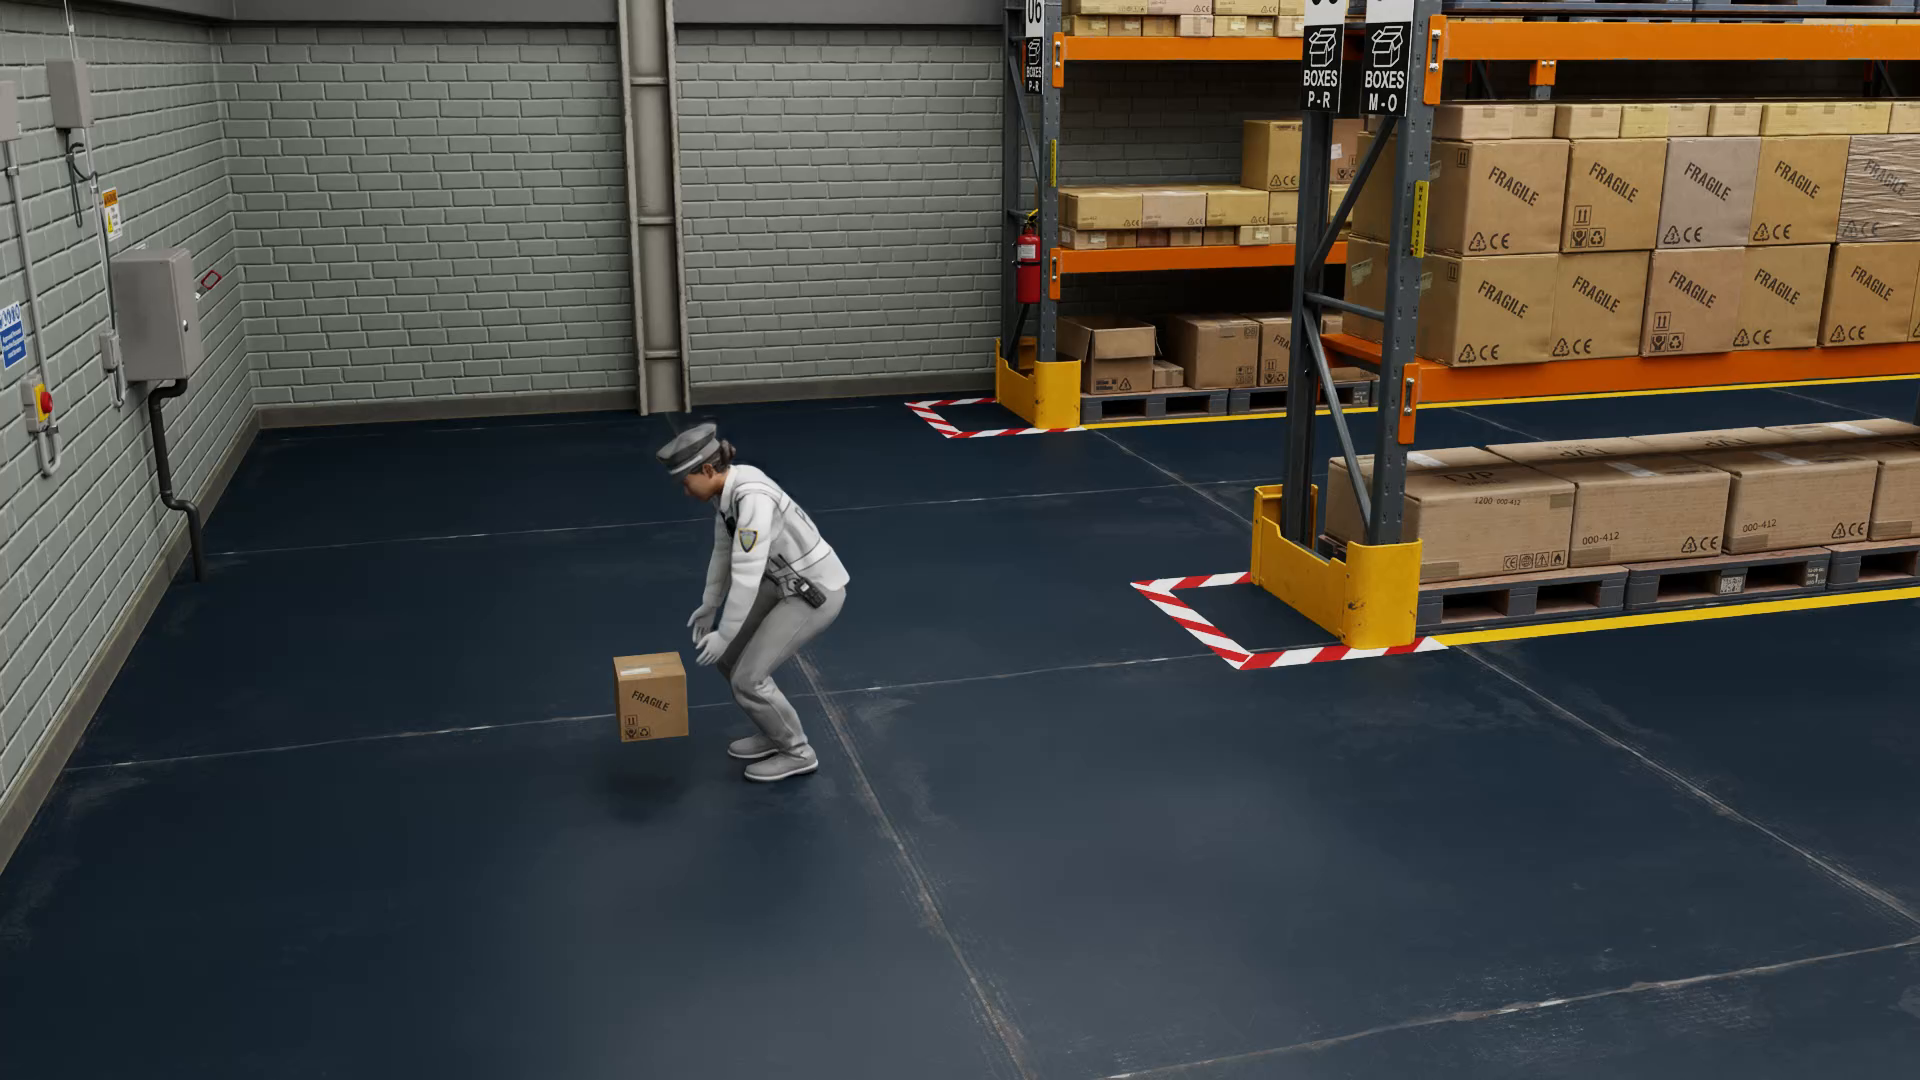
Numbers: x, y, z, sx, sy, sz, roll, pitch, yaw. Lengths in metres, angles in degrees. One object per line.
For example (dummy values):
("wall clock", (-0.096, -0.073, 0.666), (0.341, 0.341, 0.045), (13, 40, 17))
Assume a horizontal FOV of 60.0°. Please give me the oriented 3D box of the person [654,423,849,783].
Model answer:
("person", (-0.767, 0.229, 6.272), (0.708, 1.376, 0.535), (-4, 17, -15))
